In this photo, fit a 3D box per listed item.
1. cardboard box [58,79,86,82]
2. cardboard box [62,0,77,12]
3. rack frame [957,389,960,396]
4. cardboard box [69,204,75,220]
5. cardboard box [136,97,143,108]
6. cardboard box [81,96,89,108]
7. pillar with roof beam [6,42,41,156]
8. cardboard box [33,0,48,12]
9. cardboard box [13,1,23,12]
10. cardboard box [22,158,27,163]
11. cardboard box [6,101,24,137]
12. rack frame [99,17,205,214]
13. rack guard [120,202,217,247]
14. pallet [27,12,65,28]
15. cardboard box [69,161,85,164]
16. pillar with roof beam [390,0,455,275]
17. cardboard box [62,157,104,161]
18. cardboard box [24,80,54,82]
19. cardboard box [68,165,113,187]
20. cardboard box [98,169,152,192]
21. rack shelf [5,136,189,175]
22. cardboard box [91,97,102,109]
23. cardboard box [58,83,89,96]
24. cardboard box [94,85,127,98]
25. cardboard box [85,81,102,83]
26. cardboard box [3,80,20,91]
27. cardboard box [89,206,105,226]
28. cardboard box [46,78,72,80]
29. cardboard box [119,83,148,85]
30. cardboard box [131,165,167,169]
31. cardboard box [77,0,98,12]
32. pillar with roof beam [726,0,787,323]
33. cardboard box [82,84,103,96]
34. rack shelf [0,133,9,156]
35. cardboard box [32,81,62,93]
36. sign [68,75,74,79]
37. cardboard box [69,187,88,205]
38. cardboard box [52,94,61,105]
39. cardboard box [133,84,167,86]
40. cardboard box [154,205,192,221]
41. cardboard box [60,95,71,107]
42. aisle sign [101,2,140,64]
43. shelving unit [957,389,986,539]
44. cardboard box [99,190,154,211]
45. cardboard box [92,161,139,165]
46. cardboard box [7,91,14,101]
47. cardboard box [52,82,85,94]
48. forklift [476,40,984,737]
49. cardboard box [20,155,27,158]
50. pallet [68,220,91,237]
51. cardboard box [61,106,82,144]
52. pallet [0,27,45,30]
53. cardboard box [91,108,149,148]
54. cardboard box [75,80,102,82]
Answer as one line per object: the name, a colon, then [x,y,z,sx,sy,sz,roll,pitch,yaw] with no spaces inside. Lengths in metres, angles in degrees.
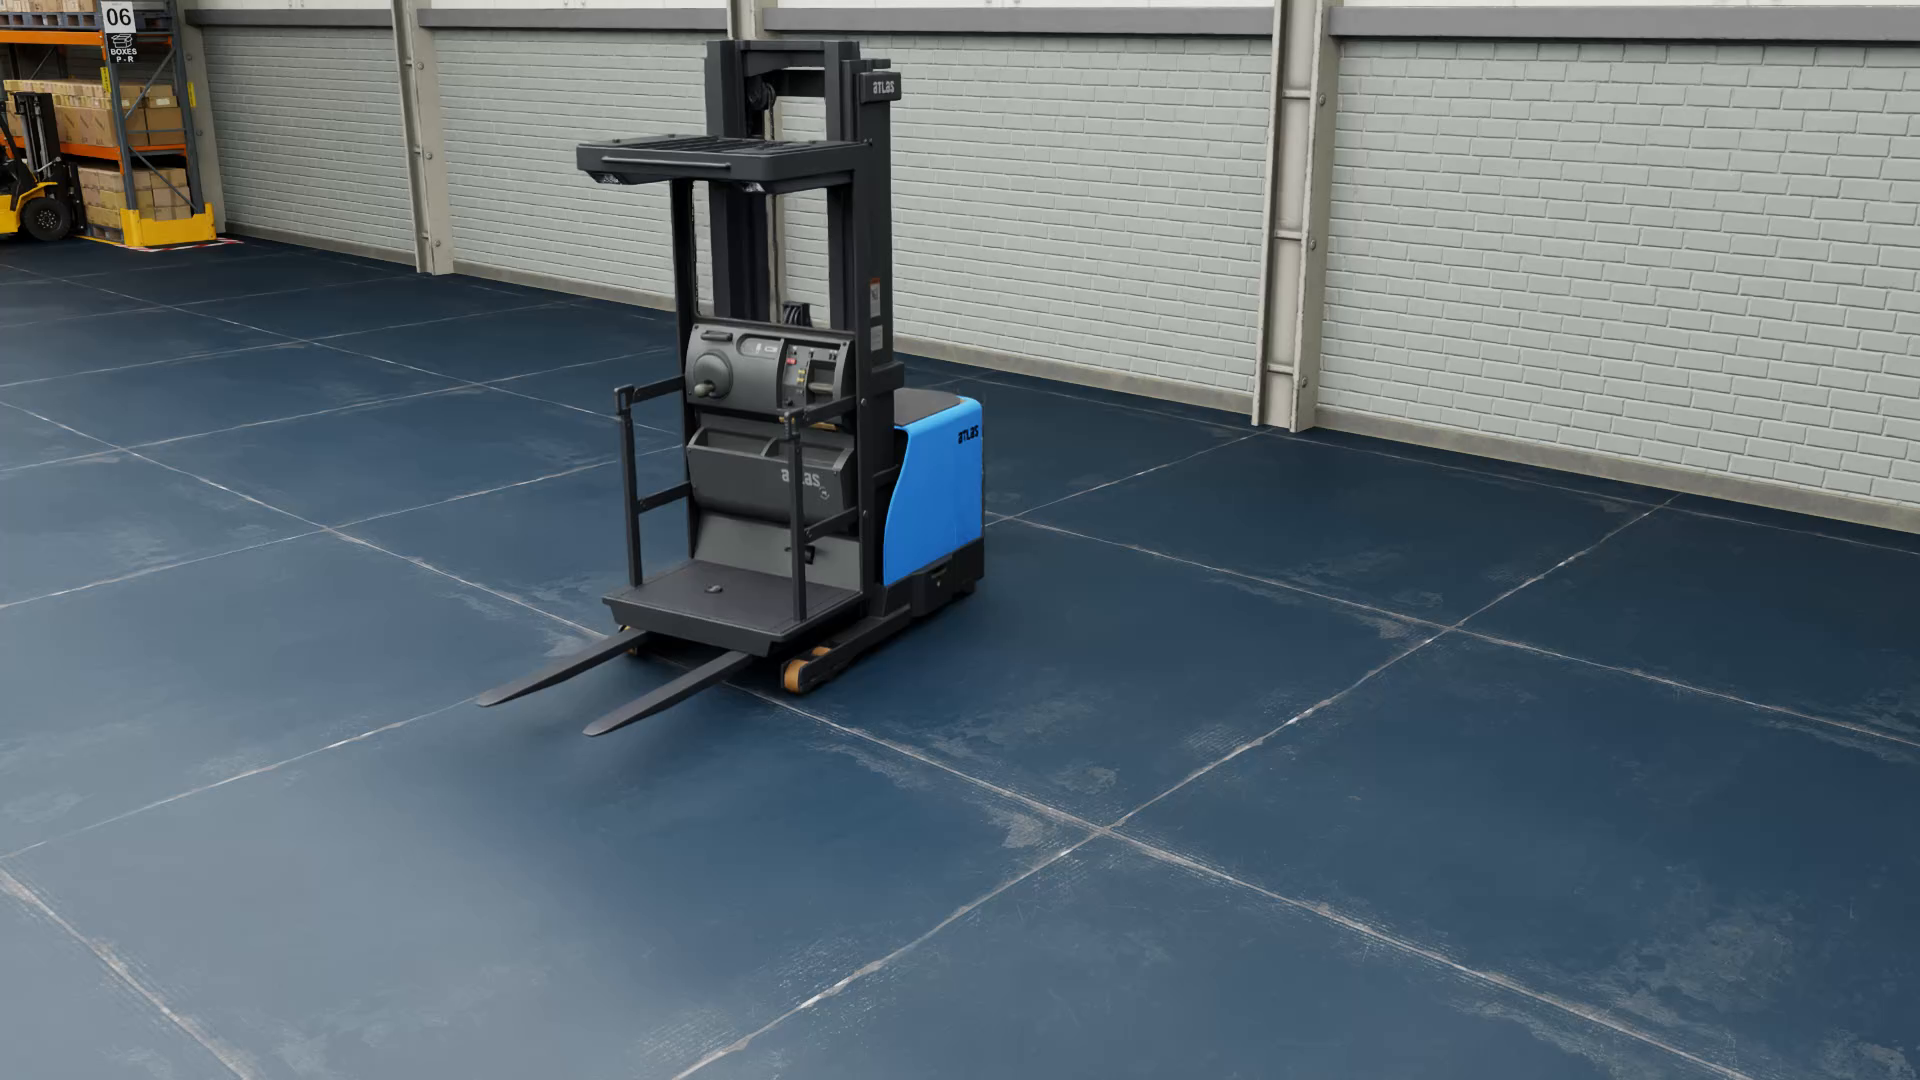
cardboard box: [-13.210,-6.790,24.819,0.250,0.149,0.380,15,23,39]
cardboard box: [-12.035,-7.356,22.736,0.258,0.266,0.396,15,23,39]
rack frame: [-0.082,-0.451,10.045,0.006,0.900,0.240,15,23,39]
cardboard box: [-12.723,-4.810,24.161,0.500,0.250,0.500,16,24,41]
cardboard box: [-11.333,-6.113,23.177,0.250,0.149,0.380,15,23,39]
cardboard box: [-12.012,-6.120,23.199,0.250,0.149,0.380,15,23,39]
pillar with roof beam: [-18.292,-9.028,23.682,0.400,9.000,9.100,15,23,39]
cardboard box: [-12.629,-7.709,23.455,0.637,0.503,0.797,16,24,41]
cardboard box: [-13.307,-7.642,23.829,0.250,0.149,0.380,16,24,41]
cardboard box: [-13.863,-5.595,24.982,0.500,0.250,0.500,15,23,38]
cardboard box: [-13.858,-6.297,24.829,0.500,0.500,0.500,14,22,38]
rack frame: [-11.024,-5.594,22.780,0.127,3.000,1.000,15,23,39]
rack guard: [-11.006,-4.398,23.143,0.348,0.500,1.175,15,23,39]
pallet: [-12.453,-7.374,23.577,1.213,0.211,1.003,15,23,39]
cardboard box: [-13.107,-5.393,24.345,0.500,0.250,0.500,16,24,41]
pillar with roof beam: [-9.317,-6.619,16.090,0.400,9.000,9.100,15,23,39]
cardboard box: [-13.131,-5.610,25.028,0.500,0.250,0.500,15,23,38]
cardboard box: [-13.523,-6.684,24.483,0.250,0.149,0.380,14,23,38]
cardboard box: [-12.346,-5.182,23.681,0.500,0.250,0.500,15,23,40]
cardboard box: [-11.576,-4.982,23.050,0.500,0.250,0.500,16,24,41]
rack shelf: [-12.520,-5.653,24.154,4.000,0.370,1.077,15,23,39]
cardboard box: [-11.681,-6.002,22.827,0.250,0.149,0.380,16,23,40]
cardboard box: [-12.453,-6.351,23.434,0.250,0.149,0.380,16,23,40]
cardboard box: [-11.637,-6.159,22.832,0.250,0.149,0.380,15,23,39]
cardboard box: [-12.472,-6.578,24.150,0.250,0.149,0.380,16,24,41]
cardboard box: [-13.975,-6.765,24.739,0.250,0.149,0.380,16,23,40]
cardboard box: [-11.951,-4.609,23.526,0.500,0.250,0.500,15,23,39]
cardboard box: [-13.577,-6.900,25.166,0.250,0.149,0.380,15,23,39]
cardboard box: [-11.689,-6.372,23.500,0.250,0.149,0.380,15,23,40]
cardboard box: [-11.634,-5.199,23.734,0.500,0.250,0.500,15,23,39]
cardboard box: [-11.517,-7.353,22.339,0.500,0.500,0.500,16,24,41]
pillar with roof beam: [-4.829,-5.414,12.294,0.400,9.000,9.100,15,23,39]
cardboard box: [-11.988,-6.273,23.189,0.250,0.149,0.380,15,23,40]
rack shelf: [-15.512,-6.456,26.685,4.000,0.370,1.077,15,23,39]
cardboard box: [-13.186,-6.563,24.102,0.250,0.149,0.380,15,23,38]
sign: [-13.649,-6.974,25.564,0.005,0.325,0.100,15,23,39]
cardboard box: [-12.364,-4.951,23.778,0.500,0.250,0.500,14,23,38]
cardboard box: [-12.809,-6.316,23.816,0.250,0.149,0.380,14,23,38]
cardboard box: [-11.291,-6.276,23.199,0.250,0.149,0.380,16,24,41]
cardboard box: [-11.262,-4.627,23.582,0.500,0.250,0.500,15,23,39]
cardboard box: [-12.445,-6.209,23.480,0.250,0.149,0.380,15,23,40]
aisle sign: [-11.170,-6.754,22.136,0.004,0.787,0.394,15,23,39]
shelving unit: [-0.006,-0.431,9.981,0.210,0.900,0.258,15,23,39]
cardboard box: [-11.596,-4.749,23.142,0.500,0.250,0.500,15,23,39]
cardboard box: [-12.380,-5.406,24.387,0.500,0.250,0.500,14,23,38]
cardboard box: [-13.952,-6.631,24.808,0.250,0.149,0.380,15,23,38]
cardboard box: [-12.760,-6.478,23.836,0.250,0.149,0.380,15,23,39]
forklift: [-1.040,-0.826,7.869,1.130,2.935,3.031,10,20,28]
cardboard box: [-15.553,-5.876,26.899,0.625,0.625,0.875,14,22,37]
pallet: [-12.533,-4.654,24.428,1.213,0.211,1.003,15,23,39]
cardboard box: [-12.332,-5.890,23.548,0.500,0.500,0.500,14,23,38]
pallet: [-14.685,-7.910,25.435,1.217,0.209,0.805,14,22,37]
cardboard box: [-11.567,-5.681,22.889,0.500,0.500,0.500,14,23,38]
cardboard box: [-12.800,-6.698,24.527,0.250,0.149,0.380,15,23,38]
